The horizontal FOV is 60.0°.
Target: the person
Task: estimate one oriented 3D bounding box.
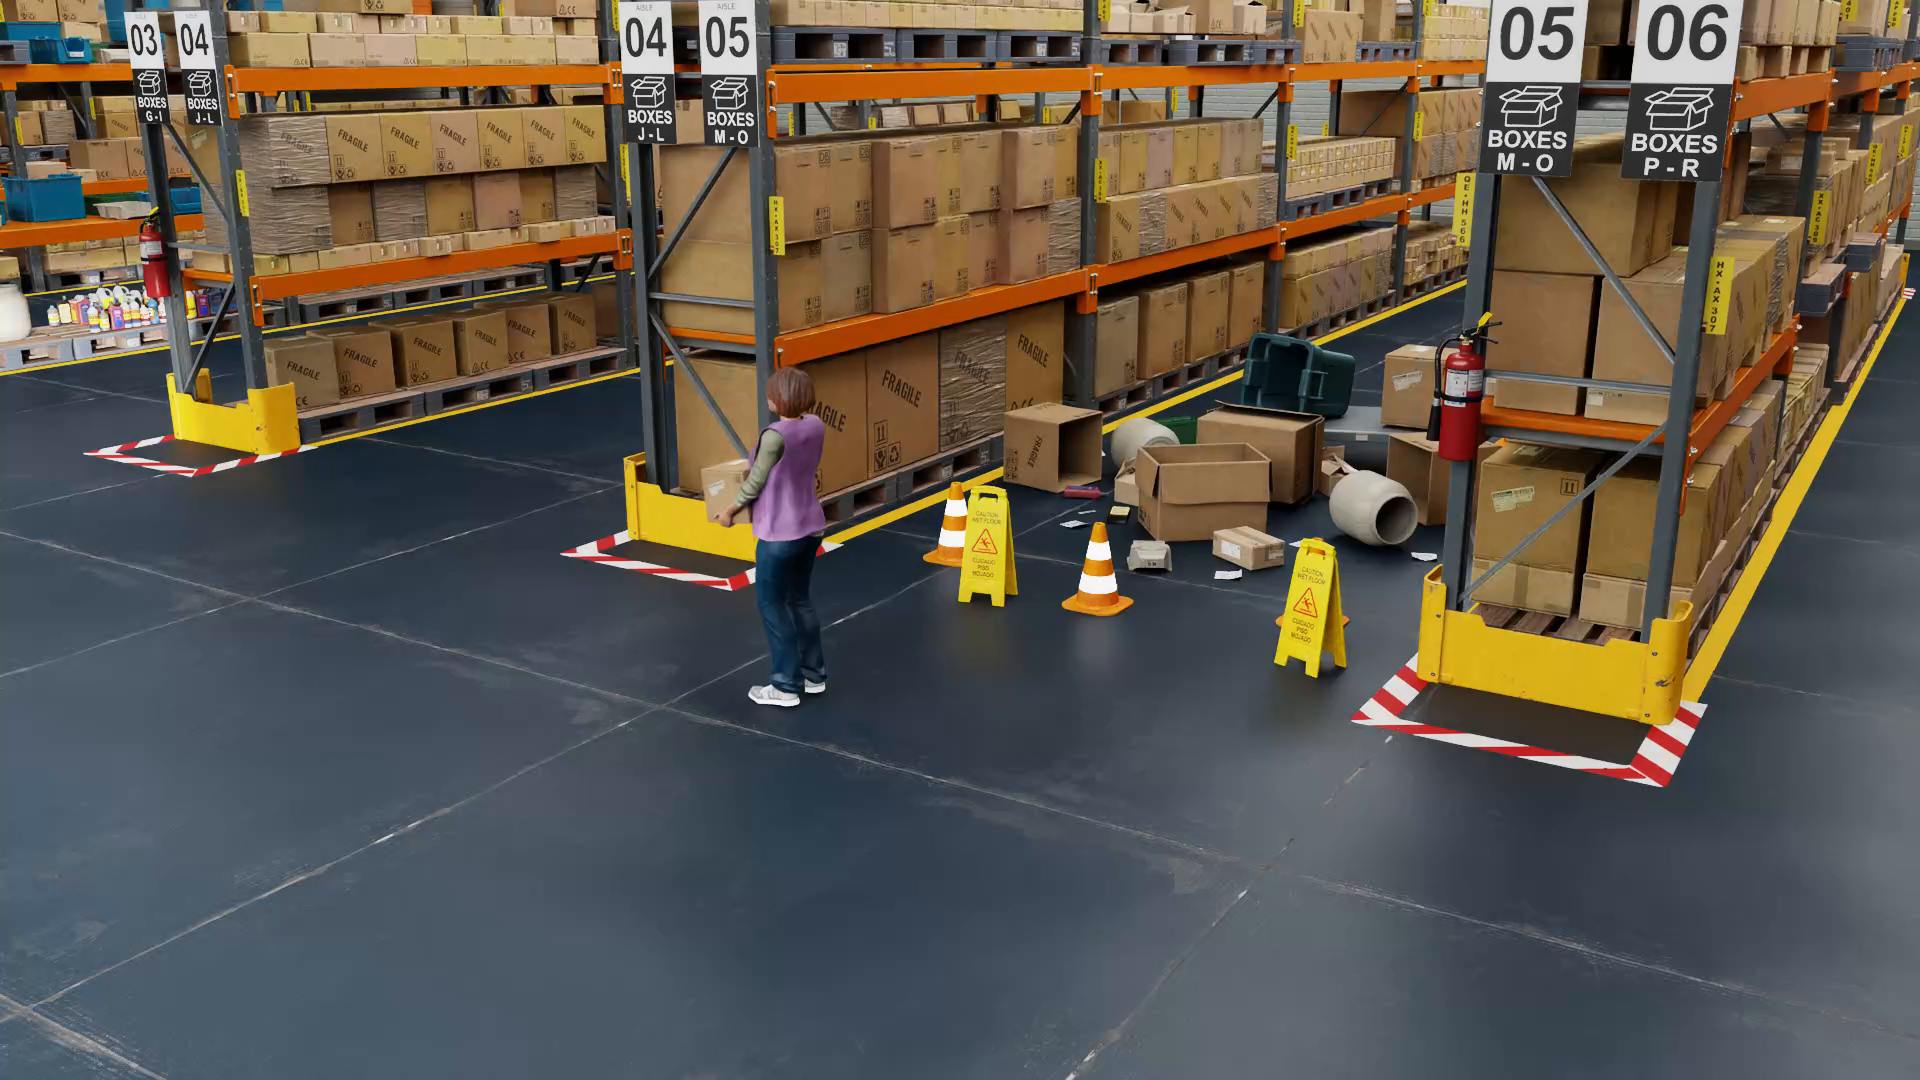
[{"bbox_3d":[-0.860,-0.029,7.663,0.495,1.589,0.405,10,19,31],"label":"person"}]
